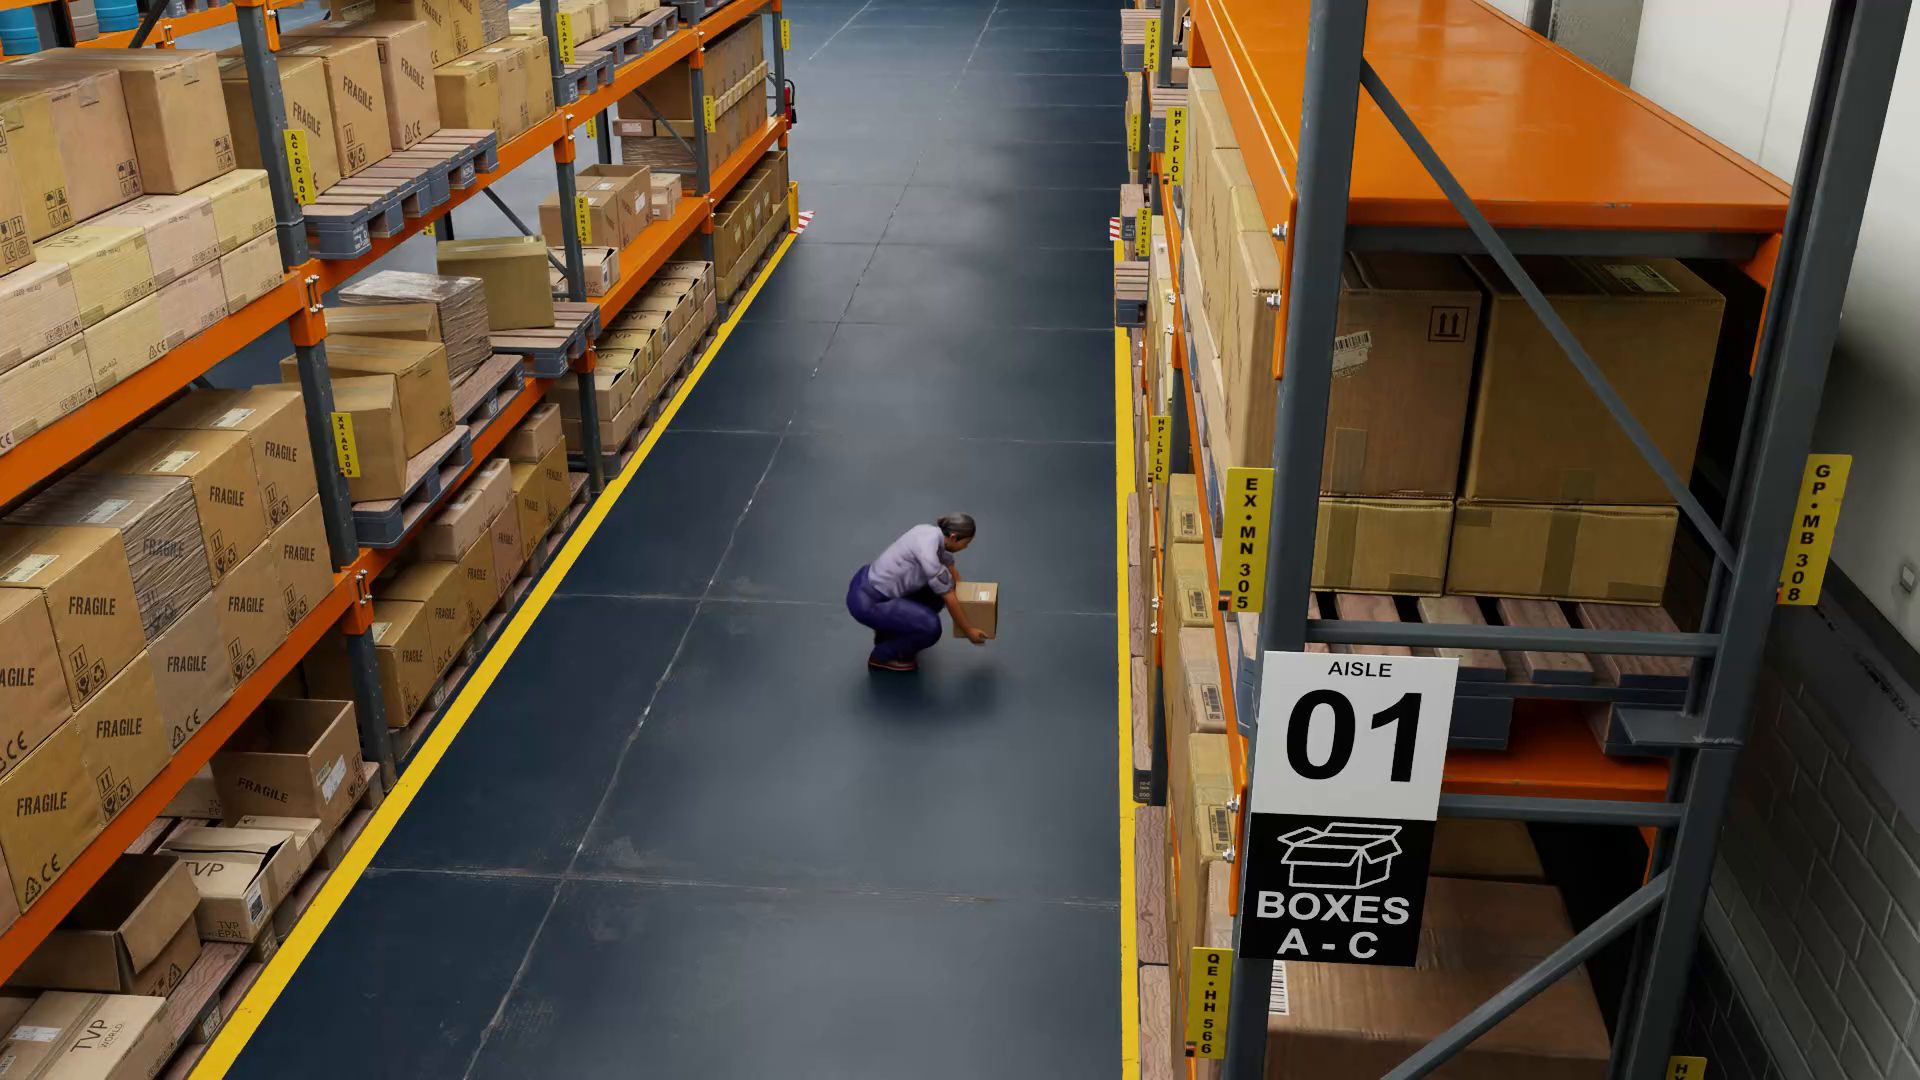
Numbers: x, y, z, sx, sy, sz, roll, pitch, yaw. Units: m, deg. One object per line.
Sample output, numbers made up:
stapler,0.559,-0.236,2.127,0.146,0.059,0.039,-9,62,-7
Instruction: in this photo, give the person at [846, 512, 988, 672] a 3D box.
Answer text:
person,-0.204,0.290,9.863,0.772,0.938,0.502,1,25,3
